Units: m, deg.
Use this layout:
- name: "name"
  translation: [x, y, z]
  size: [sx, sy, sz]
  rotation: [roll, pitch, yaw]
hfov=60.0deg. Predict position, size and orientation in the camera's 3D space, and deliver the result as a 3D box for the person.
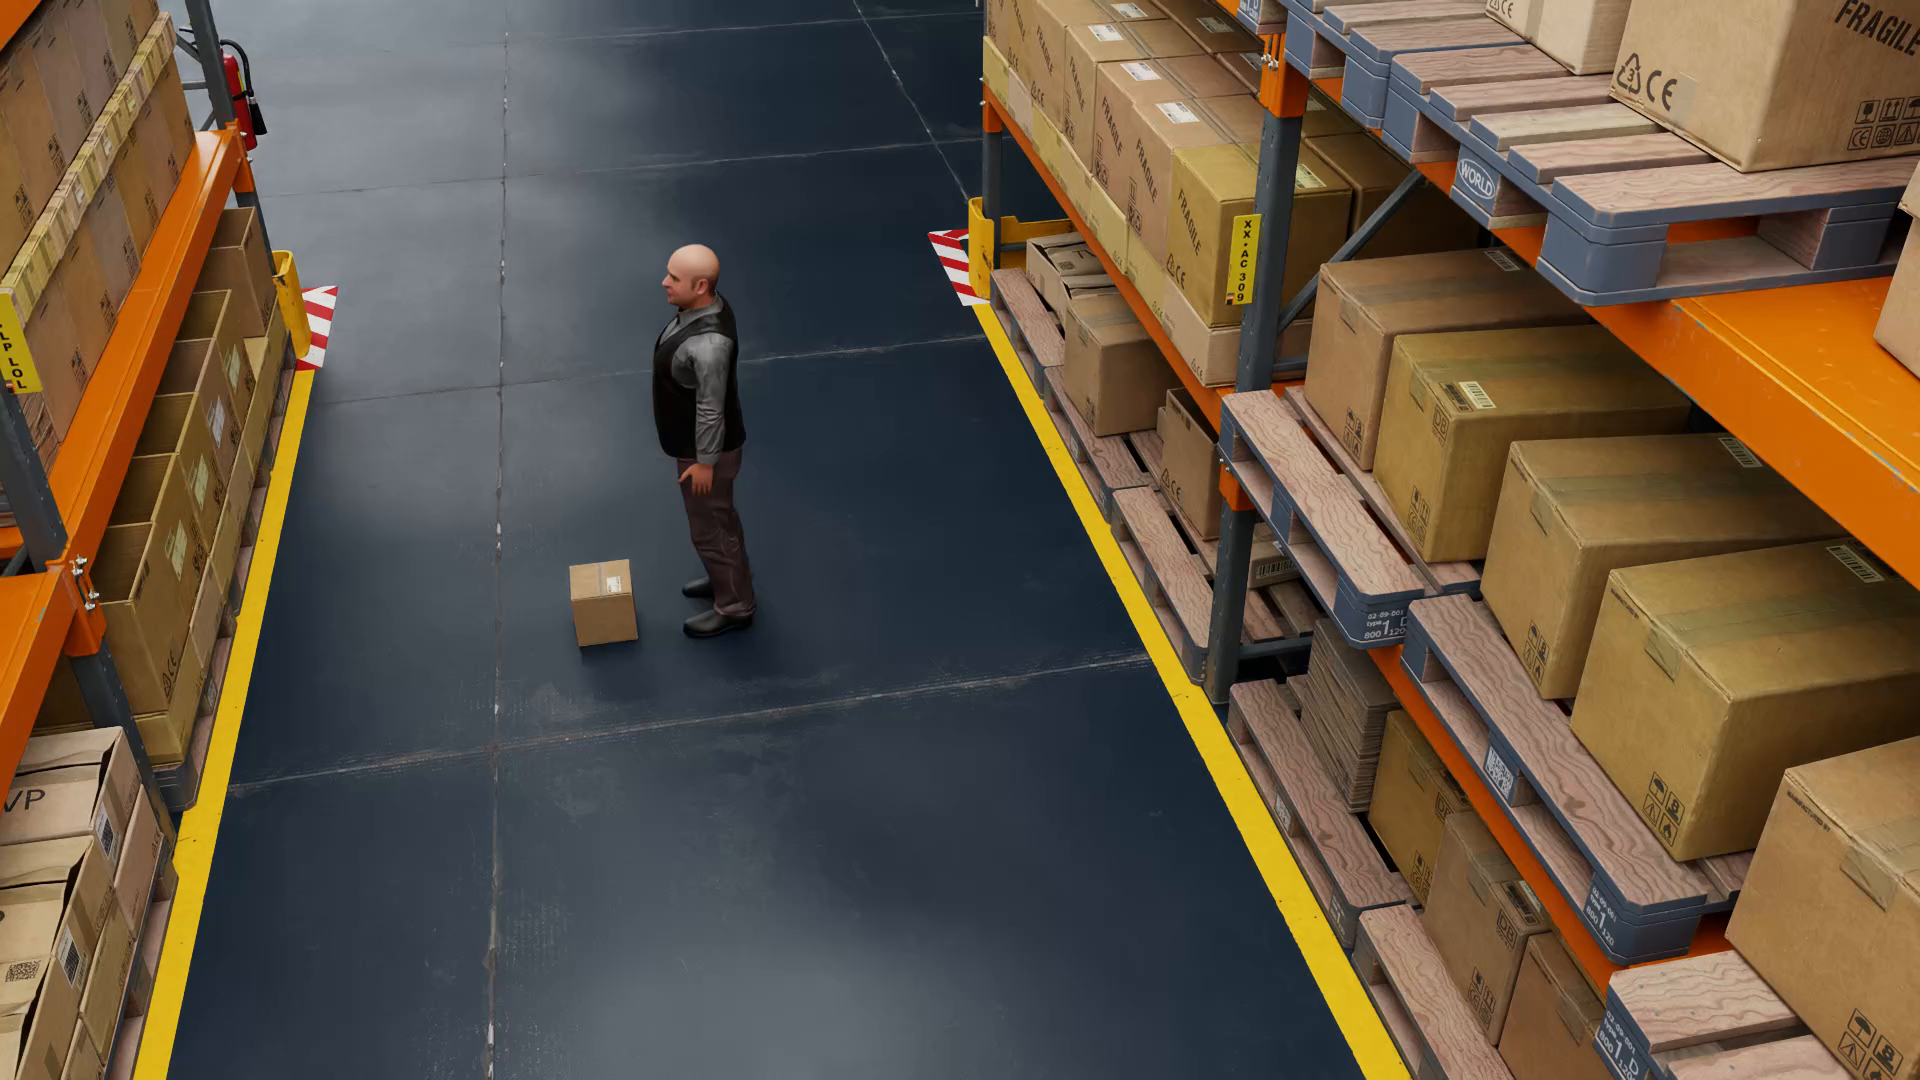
- name: "person"
  translation: [-1.042, -0.387, 6.744]
  size: [0.360, 1.720, 0.532]
  rotation: [-6, 35, -9]
